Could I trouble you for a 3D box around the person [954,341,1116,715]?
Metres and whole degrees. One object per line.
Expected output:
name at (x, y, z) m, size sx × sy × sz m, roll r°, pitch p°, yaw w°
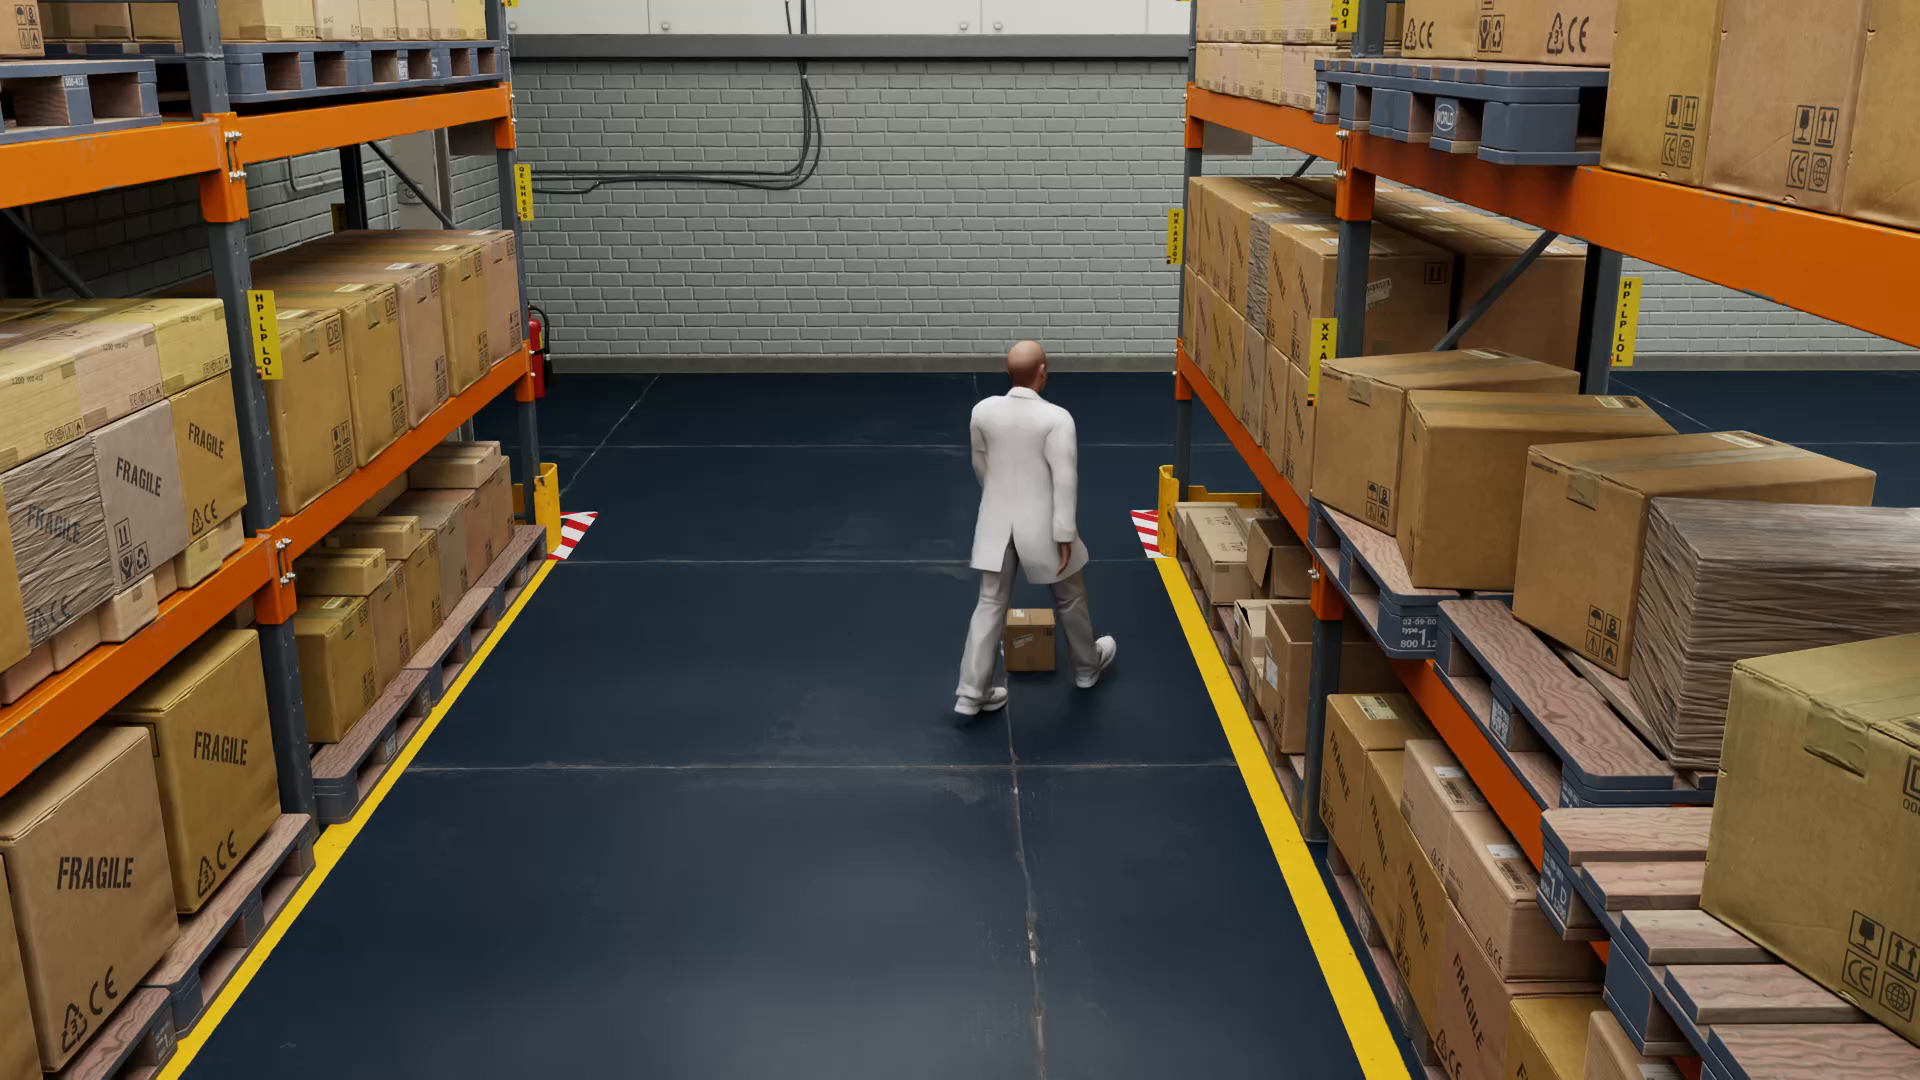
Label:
person at (0.347, -0.083, 7.866) m, size 0.605 × 1.742 × 1.001 m, roll 6°, pitch 18°, yaw 20°
